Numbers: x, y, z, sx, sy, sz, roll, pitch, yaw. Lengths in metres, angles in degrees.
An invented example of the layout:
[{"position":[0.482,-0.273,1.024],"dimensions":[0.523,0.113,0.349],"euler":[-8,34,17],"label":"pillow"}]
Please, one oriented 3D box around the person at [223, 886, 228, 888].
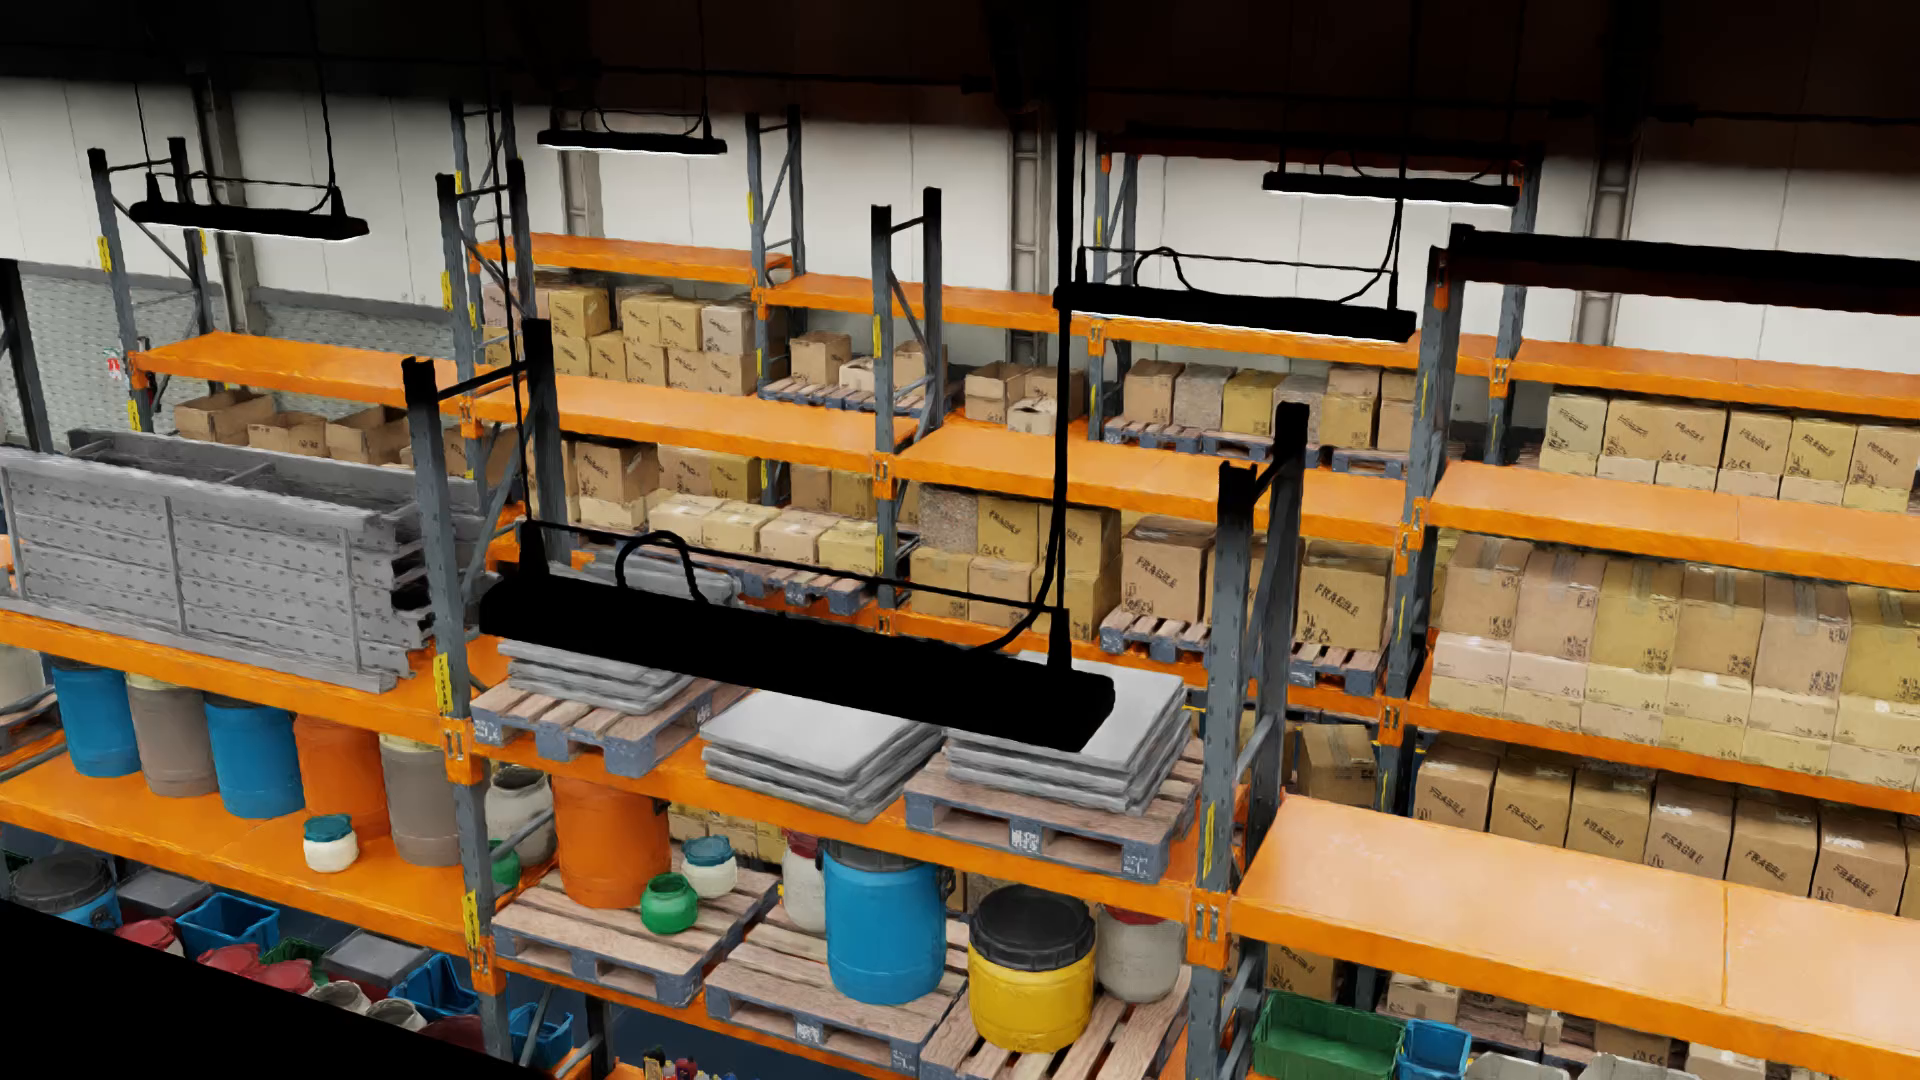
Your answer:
[{"position":[-5.985,2.279,14.320],"dimensions":[0.996,1.587,0.443],"euler":[6,21,15],"label":"person"}]
